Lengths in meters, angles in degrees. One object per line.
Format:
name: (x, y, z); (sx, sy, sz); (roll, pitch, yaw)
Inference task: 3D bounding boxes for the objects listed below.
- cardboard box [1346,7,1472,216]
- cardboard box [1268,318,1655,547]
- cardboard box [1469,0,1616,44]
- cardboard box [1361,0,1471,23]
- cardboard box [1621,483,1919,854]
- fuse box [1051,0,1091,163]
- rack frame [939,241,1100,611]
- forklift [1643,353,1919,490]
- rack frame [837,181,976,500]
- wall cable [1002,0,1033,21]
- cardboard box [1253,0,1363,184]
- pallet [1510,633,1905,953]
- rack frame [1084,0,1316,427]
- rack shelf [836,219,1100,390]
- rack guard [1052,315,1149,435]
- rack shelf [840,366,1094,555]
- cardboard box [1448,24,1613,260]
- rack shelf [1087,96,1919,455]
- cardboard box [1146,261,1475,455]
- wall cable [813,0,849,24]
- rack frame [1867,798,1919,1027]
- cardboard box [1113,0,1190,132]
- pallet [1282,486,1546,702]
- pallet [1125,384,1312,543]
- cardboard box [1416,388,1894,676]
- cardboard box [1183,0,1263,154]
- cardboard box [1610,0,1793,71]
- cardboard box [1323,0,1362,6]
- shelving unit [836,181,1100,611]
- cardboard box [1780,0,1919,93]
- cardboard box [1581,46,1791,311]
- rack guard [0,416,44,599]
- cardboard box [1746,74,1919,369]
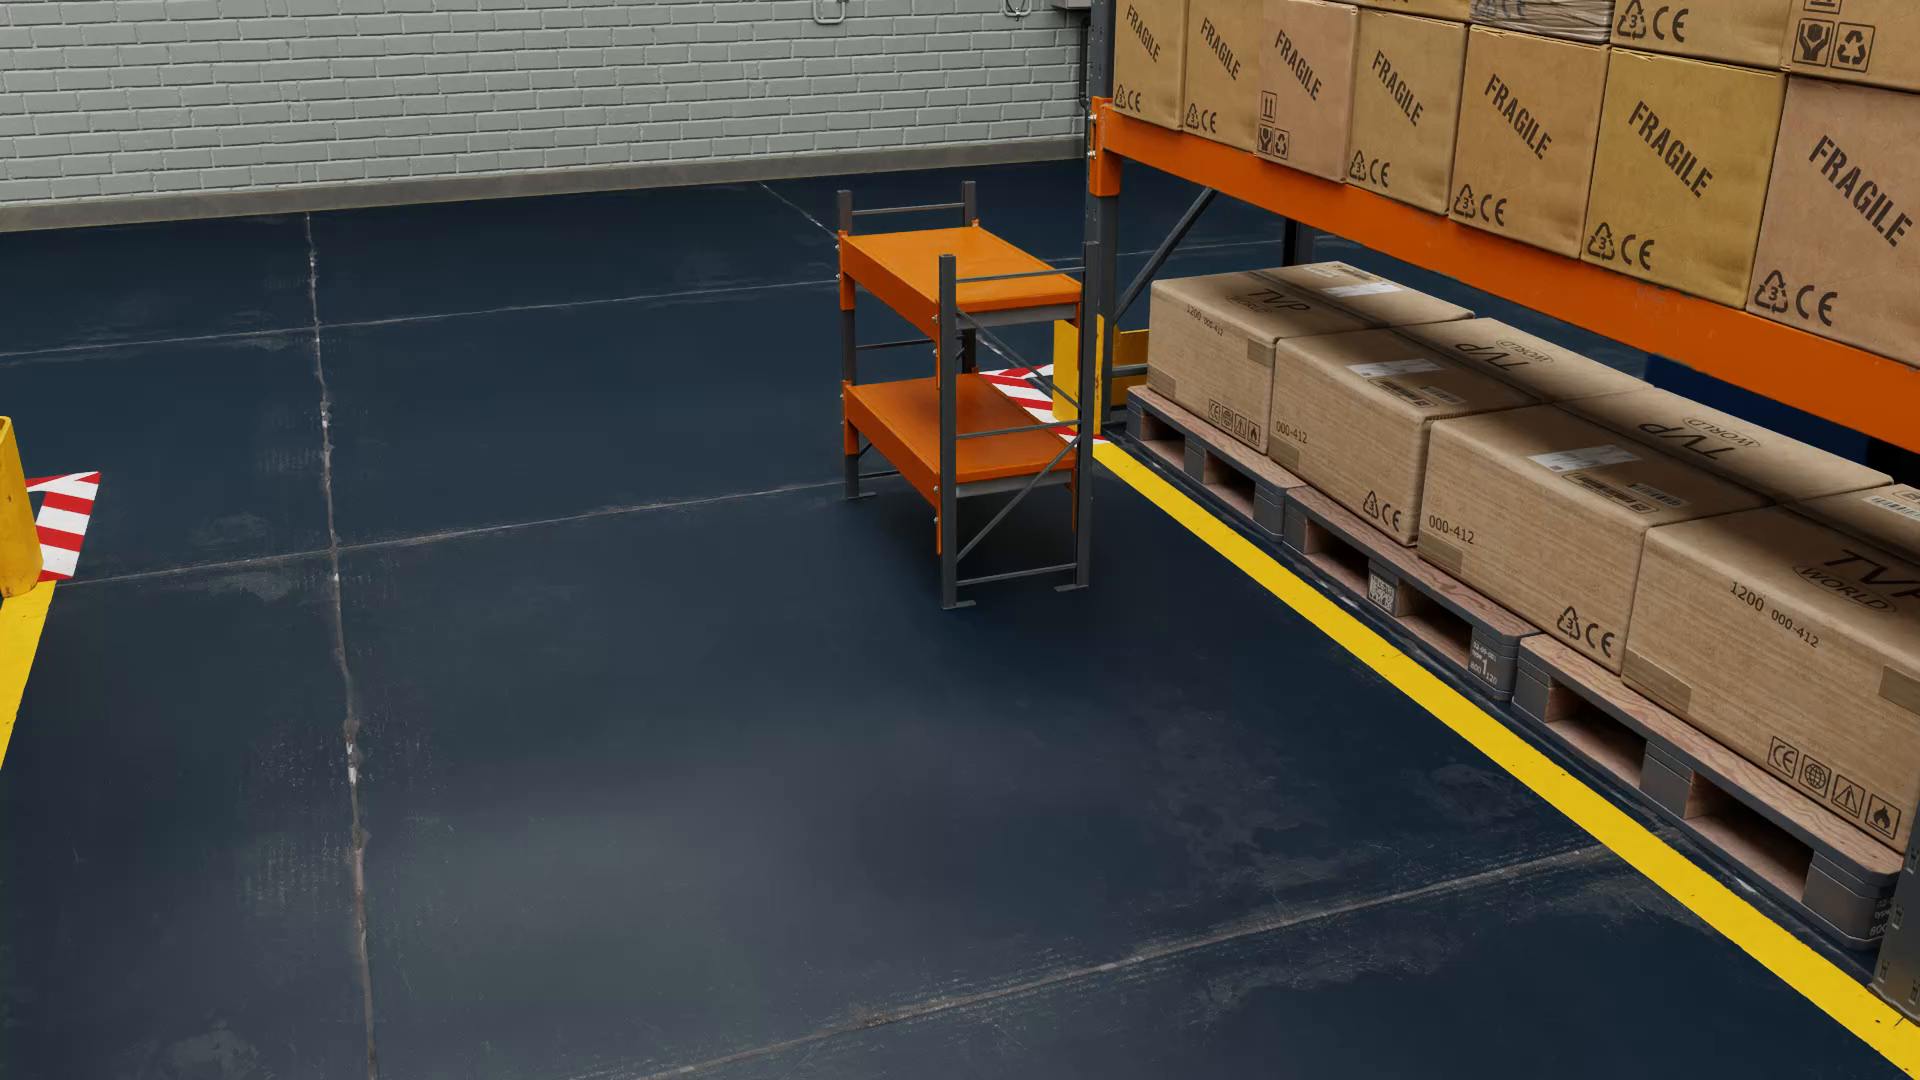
cardboard box: (1.447, -1.219, 4.650); (0.500, 0.500, 0.500); (-8, 24, -17)
cardboard box: (1.643, -0.389, 5.568); (0.875, 0.438, 0.875); (-8, 24, -18)
cardboard box: (1.613, -1.489, 4.006); (0.500, 0.500, 0.500); (-8, 24, -18)
cardboard box: (1.444, -1.673, 4.441); (0.500, 0.500, 0.500); (-8, 24, -19)
cardboard box: (2.277, 0.264, 4.019); (0.875, 0.438, 0.875); (-9, 24, -20)
fuse box: (0.988, -3.620, 12.137); (0.539, 1.711, 0.414); (-8, 24, -19)
rack frame: (0.177, -0.336, 5.099); (0.500, 1.125, 0.032); (-8, 24, -19)
forklift: (3.521, -1.134, 4.666); (1.130, 2.935, 3.031); (-8, 24, -19)
rack frame: (-0.182, -0.705, 5.976); (0.500, 1.125, 0.032); (-8, 24, -19)
wall cable: (0.294, -4.646, 11.603); (0.588, 1.984, 0.122); (-8, 24, -19)
cardboard box: (1.254, -1.398, 5.077); (0.500, 0.500, 0.500); (-8, 24, -19)
pallet: (2.203, 0.518, 4.249); (1.003, 0.211, 1.213); (-8, 24, -19)
rack frame: (0.986, -1.933, 6.475); (1.000, 3.000, 0.127); (-8, 24, -19)
rack shelf: (-0.002, -0.791, 5.424); (0.538, 0.278, 1.000); (-8, 24, -19)
rack guard: (0.977, -0.790, 6.981); (1.175, 0.500, 0.348); (-8, 24, -19)
rack shelf: (-0.002, -0.295, 5.632); (0.538, 0.278, 1.000); (-8, 24, -19)
cardboard box: (1.617, -1.026, 4.194); (0.500, 0.500, 0.500); (-9, 24, -20)
rack shelf: (1.692, -0.875, 4.890); (1.077, 0.370, 4.000); (-8, 24, -19)
cardboard box: (1.312, -0.720, 6.355); (0.875, 0.438, 0.875); (-9, 25, -21)
wall cable: (-1.028, -4.462, 11.125); (0.585, 1.953, 0.123); (-8, 24, -19)
rack frame: (2.399, -0.480, 3.027); (1.000, 3.000, 0.127); (-8, 24, -19)
cardboard box: (0.886, -1.766, 5.948); (0.500, 0.500, 0.500); (-9, 24, -19)
pallet: (1.768, 0.074, 5.303); (1.003, 0.211, 1.213); (-8, 24, -19)
pallet: (1.341, -0.369, 6.353); (1.003, 0.211, 1.213); (-8, 24, -19)
cardboard box: (1.960, -0.061, 4.790); (0.875, 0.438, 0.875); (-9, 25, -21)
cardboard box: (1.091, -1.586, 5.521); (0.500, 0.500, 0.500); (-9, 24, -20)
cardboard box: (1.802, -1.306, 3.570); (0.500, 0.500, 0.500); (-9, 24, -20)
cardboard box: (1.267, -1.854, 4.870); (0.500, 0.500, 0.500); (-9, 24, -19)
shelving unit: (-0.002, -0.521, 5.537); (0.538, 1.125, 1.048); (-8, 24, -19)
cardboard box: (1.974, -1.120, 3.130); (0.500, 0.500, 0.500); (-9, 24, -19)
cardboard box: (1.809, -0.846, 3.766); (0.500, 0.500, 0.500); (-9, 24, -20)
rack guard: (-3.583, -0.038, 5.196); (1.175, 0.500, 0.348); (-8, 24, -19)
cardboard box: (1.996, -0.659, 3.324); (0.500, 0.500, 0.500); (-8, 24, -19)
